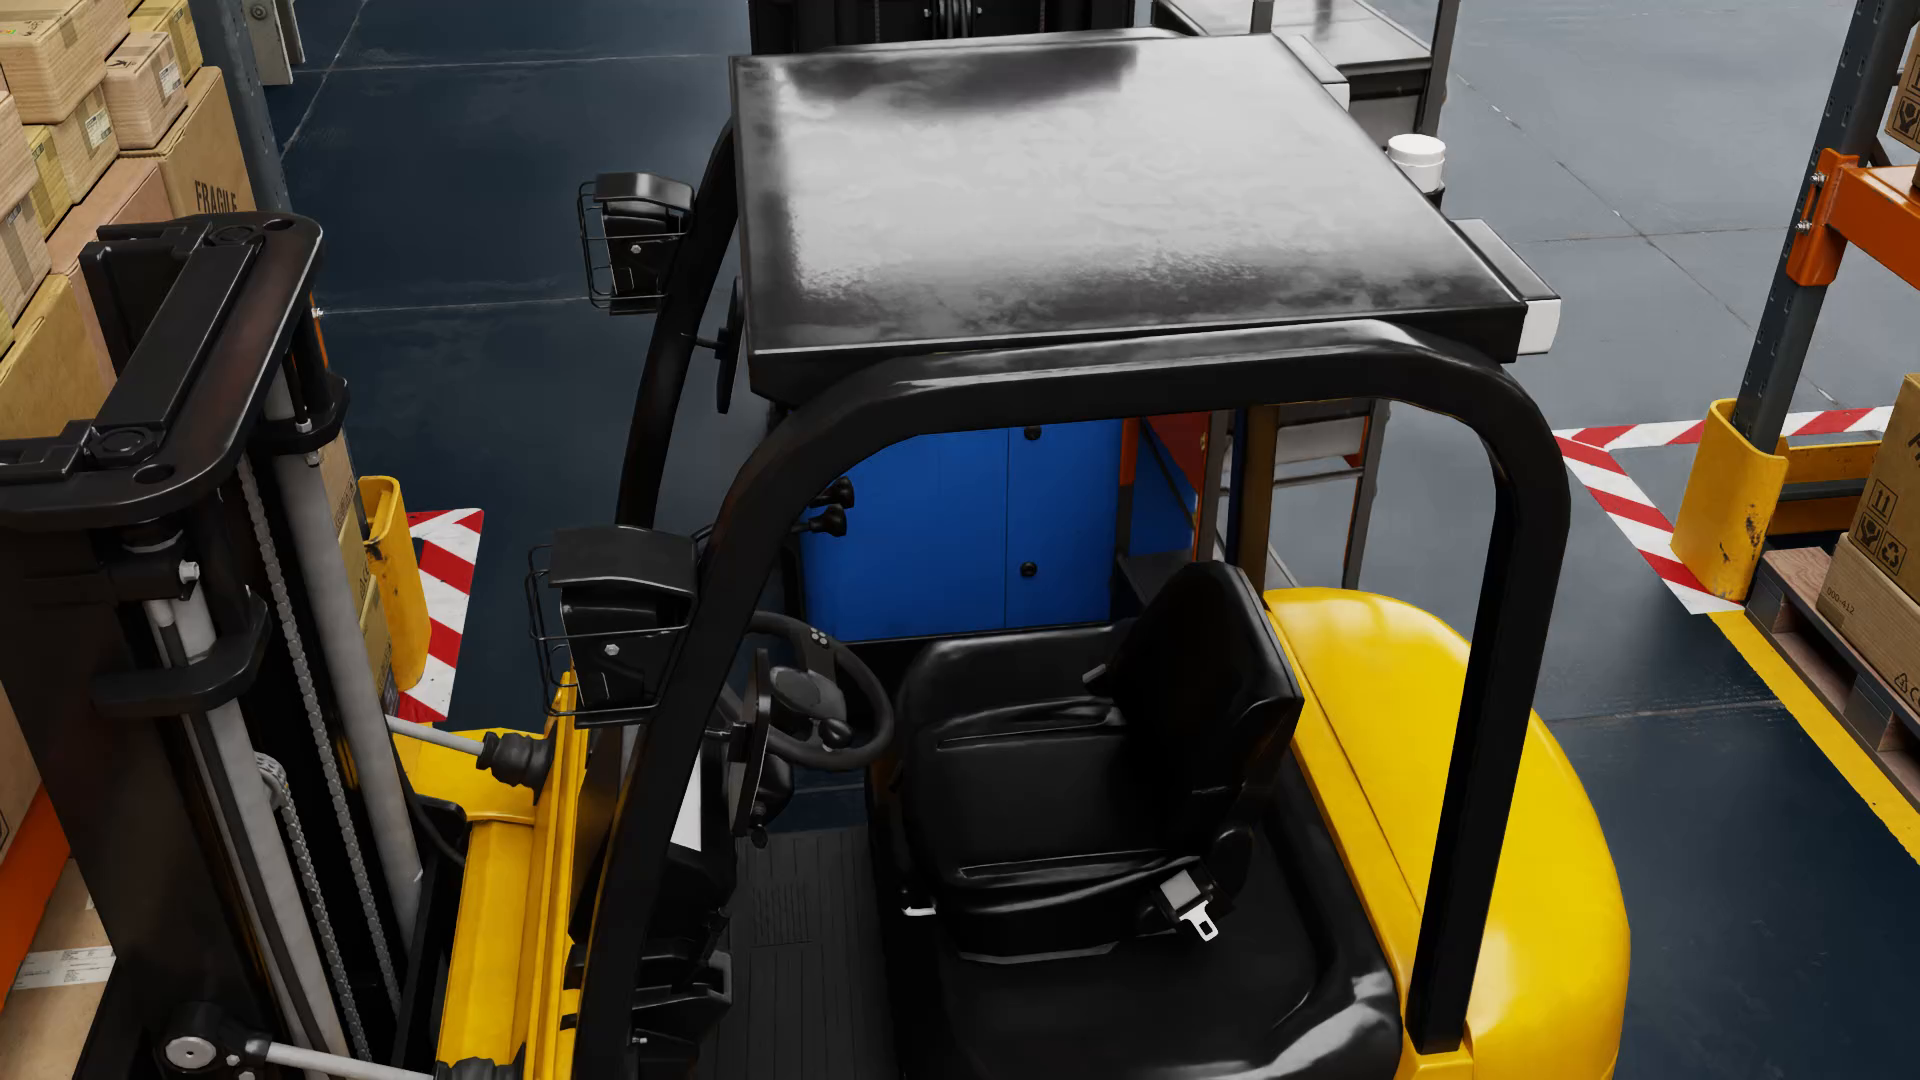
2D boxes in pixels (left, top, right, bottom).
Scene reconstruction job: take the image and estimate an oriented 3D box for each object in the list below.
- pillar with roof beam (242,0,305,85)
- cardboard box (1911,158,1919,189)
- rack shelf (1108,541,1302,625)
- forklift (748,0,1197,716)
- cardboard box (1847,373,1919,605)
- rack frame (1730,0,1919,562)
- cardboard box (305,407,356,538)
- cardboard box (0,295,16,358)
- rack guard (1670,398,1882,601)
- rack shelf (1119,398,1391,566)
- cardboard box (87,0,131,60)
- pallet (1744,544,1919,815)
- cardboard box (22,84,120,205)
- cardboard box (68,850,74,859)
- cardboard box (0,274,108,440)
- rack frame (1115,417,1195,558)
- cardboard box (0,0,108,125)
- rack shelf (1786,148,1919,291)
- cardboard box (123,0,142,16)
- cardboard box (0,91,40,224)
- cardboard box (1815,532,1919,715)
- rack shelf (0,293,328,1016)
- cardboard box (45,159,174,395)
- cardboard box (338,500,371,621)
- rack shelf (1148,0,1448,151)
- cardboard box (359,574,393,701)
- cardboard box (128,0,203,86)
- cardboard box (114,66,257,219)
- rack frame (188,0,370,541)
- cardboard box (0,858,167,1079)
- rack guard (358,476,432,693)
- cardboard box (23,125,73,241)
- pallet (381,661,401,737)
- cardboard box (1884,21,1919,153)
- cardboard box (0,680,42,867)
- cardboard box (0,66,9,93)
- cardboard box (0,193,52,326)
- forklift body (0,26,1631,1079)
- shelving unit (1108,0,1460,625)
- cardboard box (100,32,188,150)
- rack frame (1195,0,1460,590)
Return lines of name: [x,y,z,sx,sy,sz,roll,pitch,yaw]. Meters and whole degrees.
pillar with roof beam: [0.553,-6.552,6.874,9.100,9.000,0.400,-4,35,-6]
cardboard box: [2.653,-0.925,4.167,0.380,0.149,0.250,-4,35,-6]
rack shelf: [0.644,0.330,4.163,0.431,0.518,0.480,-8,36,-12]
forklift: [-0.084,-1.560,4.936,1.130,2.935,3.031,-4,35,-6]
cardboard box: [2.650,-0.097,4.131,0.500,0.500,0.500,-5,35,-8]
rack frame: [2.812,-1.234,4.397,1.000,3.000,0.127,-4,35,-6]
cardboard box: [-1.735,-0.073,3.874,0.500,0.250,0.500,-3,34,-5]
cardboard box: [-1.585,-0.279,2.331,0.380,0.149,0.250,-4,34,-6]
rack guard: [2.822,-0.159,5.039,1.175,0.500,0.348,-4,35,-6]
rack shelf: [0.647,-0.244,3.763,0.431,0.518,0.480,-8,36,-12]
cardboard box: [-1.785,-0.969,3.079,0.380,0.149,0.250,-4,35,-6]
pallet: [2.896,0.417,4.451,1.003,0.211,1.213,-4,35,-6]
cardboard box: [-1.744,-0.703,2.954,0.380,0.149,0.250,-4,34,-5]
cardboard box: [-1.583,0.492,3.045,0.500,0.250,0.500,-4,34,-6]
cardboard box: [-1.650,-0.066,2.595,0.500,0.500,0.500,-5,35,-7]
rack frame: [0.585,-0.391,3.948,0.400,2.100,0.015,-8,36,-12]
cardboard box: [-1.723,-0.825,2.868,0.380,0.149,0.250,-4,34,-5]
rack shelf: [3.081,0.179,2.962,1.077,0.370,4.000,-4,35,-6]
cardboard box: [-1.849,-1.104,3.278,0.380,0.149,0.250,-4,35,-6]
cardboard box: [-1.618,-0.544,2.455,0.380,0.149,0.250,-4,34,-5]
cardboard box: [2.646,0.200,4.362,0.500,0.250,0.500,-5,35,-7]
rack shelf: [-1.837,0.557,2.407,1.077,0.370,4.000,-4,35,-6]
cardboard box: [-1.719,-0.352,3.015,0.500,0.500,0.500,-3,34,-5]
cardboard box: [-1.731,0.148,3.994,0.500,0.250,0.500,-5,35,-7]
rack shelf: [0.649,-0.818,3.362,0.431,0.518,0.480,-8,36,-12]
cardboard box: [-1.730,0.345,4.149,0.500,0.250,0.500,-4,34,-6]
cardboard box: [-1.782,-0.993,3.379,0.380,0.149,0.250,-4,34,-6]
cardboard box: [-1.780,-0.643,3.440,0.500,0.500,0.500,-5,35,-7]
rack frame: [-2.106,-0.856,3.842,1.000,3.000,0.127,-4,35,-6]
cardboard box: [-1.522,0.776,2.629,0.500,0.250,0.500,-5,35,-7]
rack guard: [-2.109,0.164,4.566,1.175,0.500,0.348,-4,35,-6]
cardboard box: [-1.722,-0.564,2.749,0.380,0.149,0.250,-5,35,-7]
pallet: [-1.962,0.720,4.006,1.003,0.211,1.213,-4,35,-6]
cardboard box: [2.601,-1.113,3.866,0.500,0.500,0.500,-5,35,-7]
cardboard box: [-1.571,0.213,2.185,0.500,0.500,0.500,-4,34,-6]
cardboard box: [-1.763,-0.681,2.656,0.380,0.149,0.250,-4,34,-6]
cardboard box: [-1.639,-0.419,2.536,0.380,0.149,0.250,-5,35,-8]
forklift body: [-0.043,0.415,2.731,2.313,2.155,1.214,-4,35,-6]
shelving unit: [0.647,-0.255,3.755,0.431,2.100,0.503,-8,36,-12]
cardboard box: [-1.718,-0.853,3.173,0.380,0.149,0.250,-4,34,-6]
rack frame: [0.708,-0.120,3.561,0.400,2.100,0.015,-8,36,-12]
